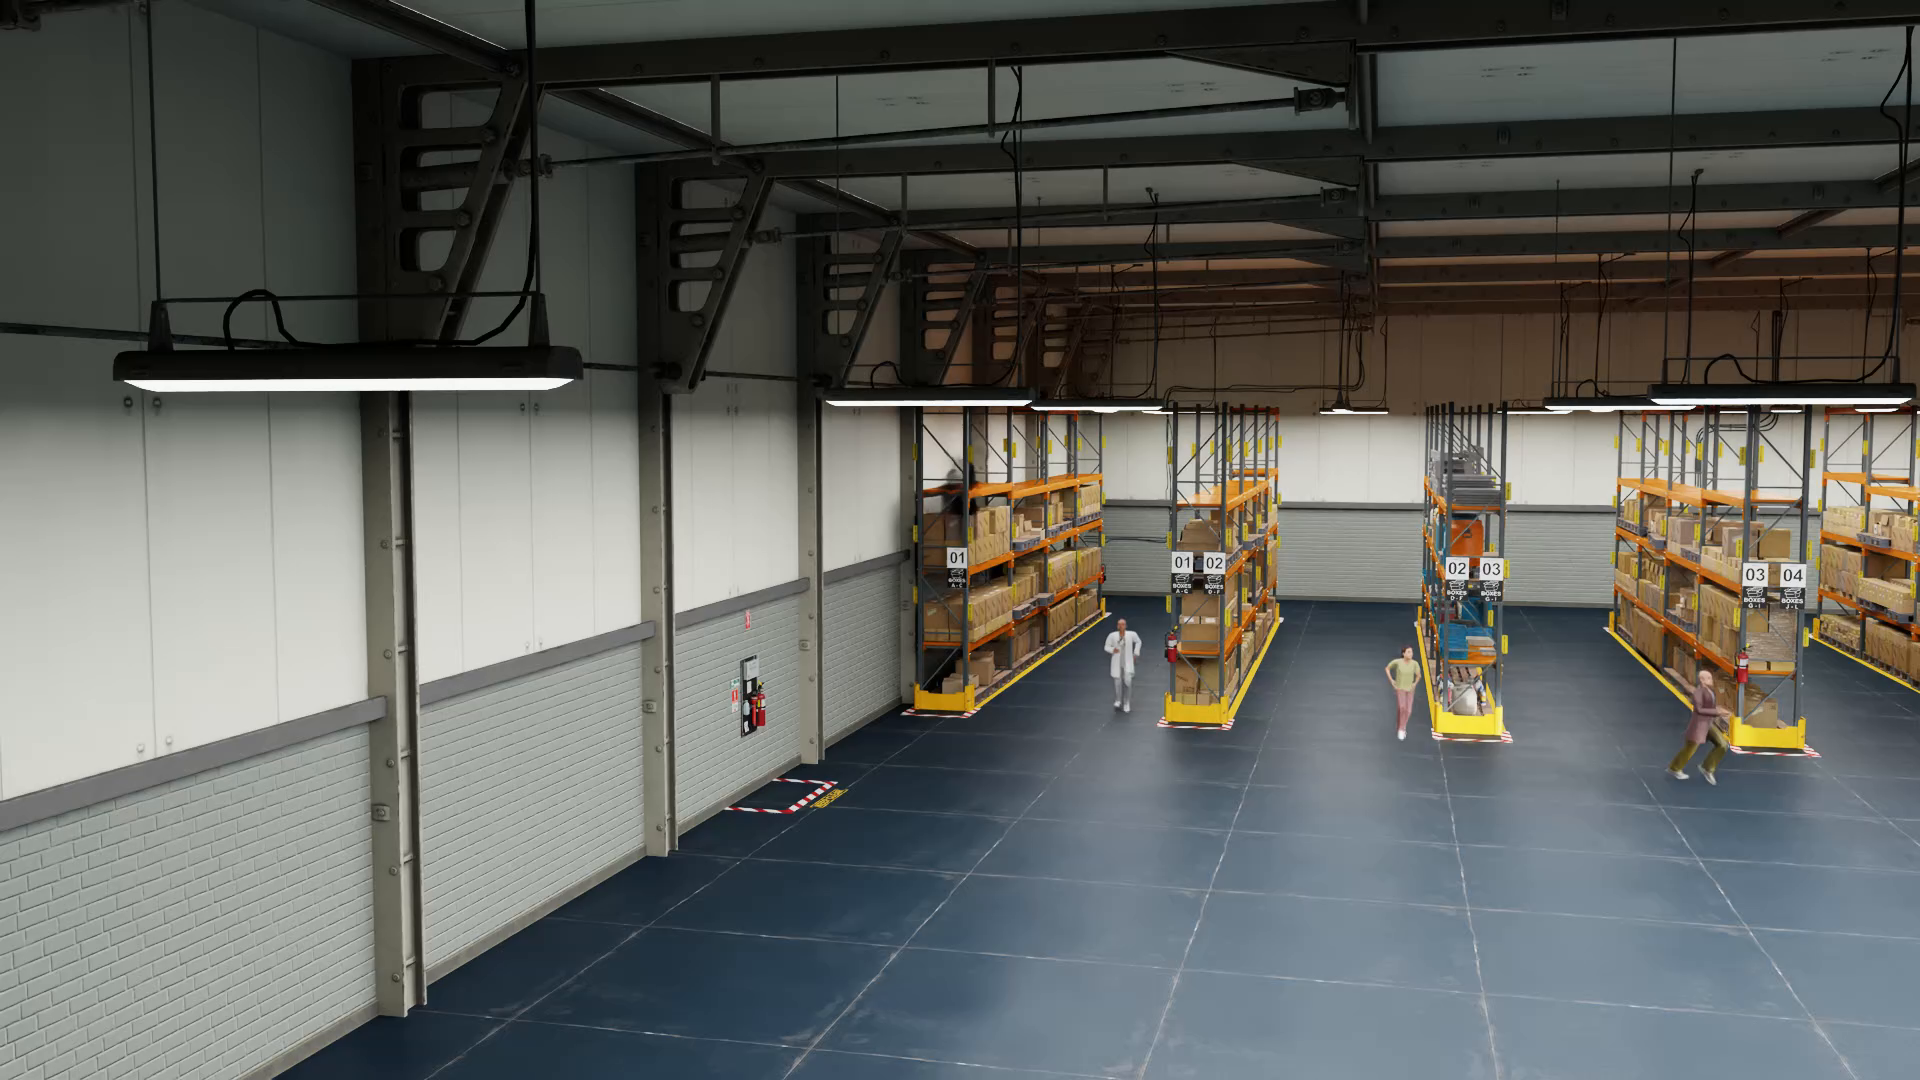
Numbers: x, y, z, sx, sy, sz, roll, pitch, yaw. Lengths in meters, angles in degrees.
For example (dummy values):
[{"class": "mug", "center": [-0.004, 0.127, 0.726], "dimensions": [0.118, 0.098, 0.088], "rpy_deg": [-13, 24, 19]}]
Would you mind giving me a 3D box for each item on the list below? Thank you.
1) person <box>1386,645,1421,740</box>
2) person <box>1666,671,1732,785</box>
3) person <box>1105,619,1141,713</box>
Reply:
[{"class": "person", "center": [7.935, 2.708, 29.664], "dimensions": [0.589, 1.674, 0.668], "rpy_deg": [0, 4, -3]}, {"class": "person", "center": [11.584, 2.920, 25.962], "dimensions": [0.733, 1.798, 0.958], "rpy_deg": [-4, 6, -40]}, {"class": "person", "center": [3.164, 2.463, 32.399], "dimensions": [0.695, 1.811, 0.804], "rpy_deg": [1, 4, 11]}]
